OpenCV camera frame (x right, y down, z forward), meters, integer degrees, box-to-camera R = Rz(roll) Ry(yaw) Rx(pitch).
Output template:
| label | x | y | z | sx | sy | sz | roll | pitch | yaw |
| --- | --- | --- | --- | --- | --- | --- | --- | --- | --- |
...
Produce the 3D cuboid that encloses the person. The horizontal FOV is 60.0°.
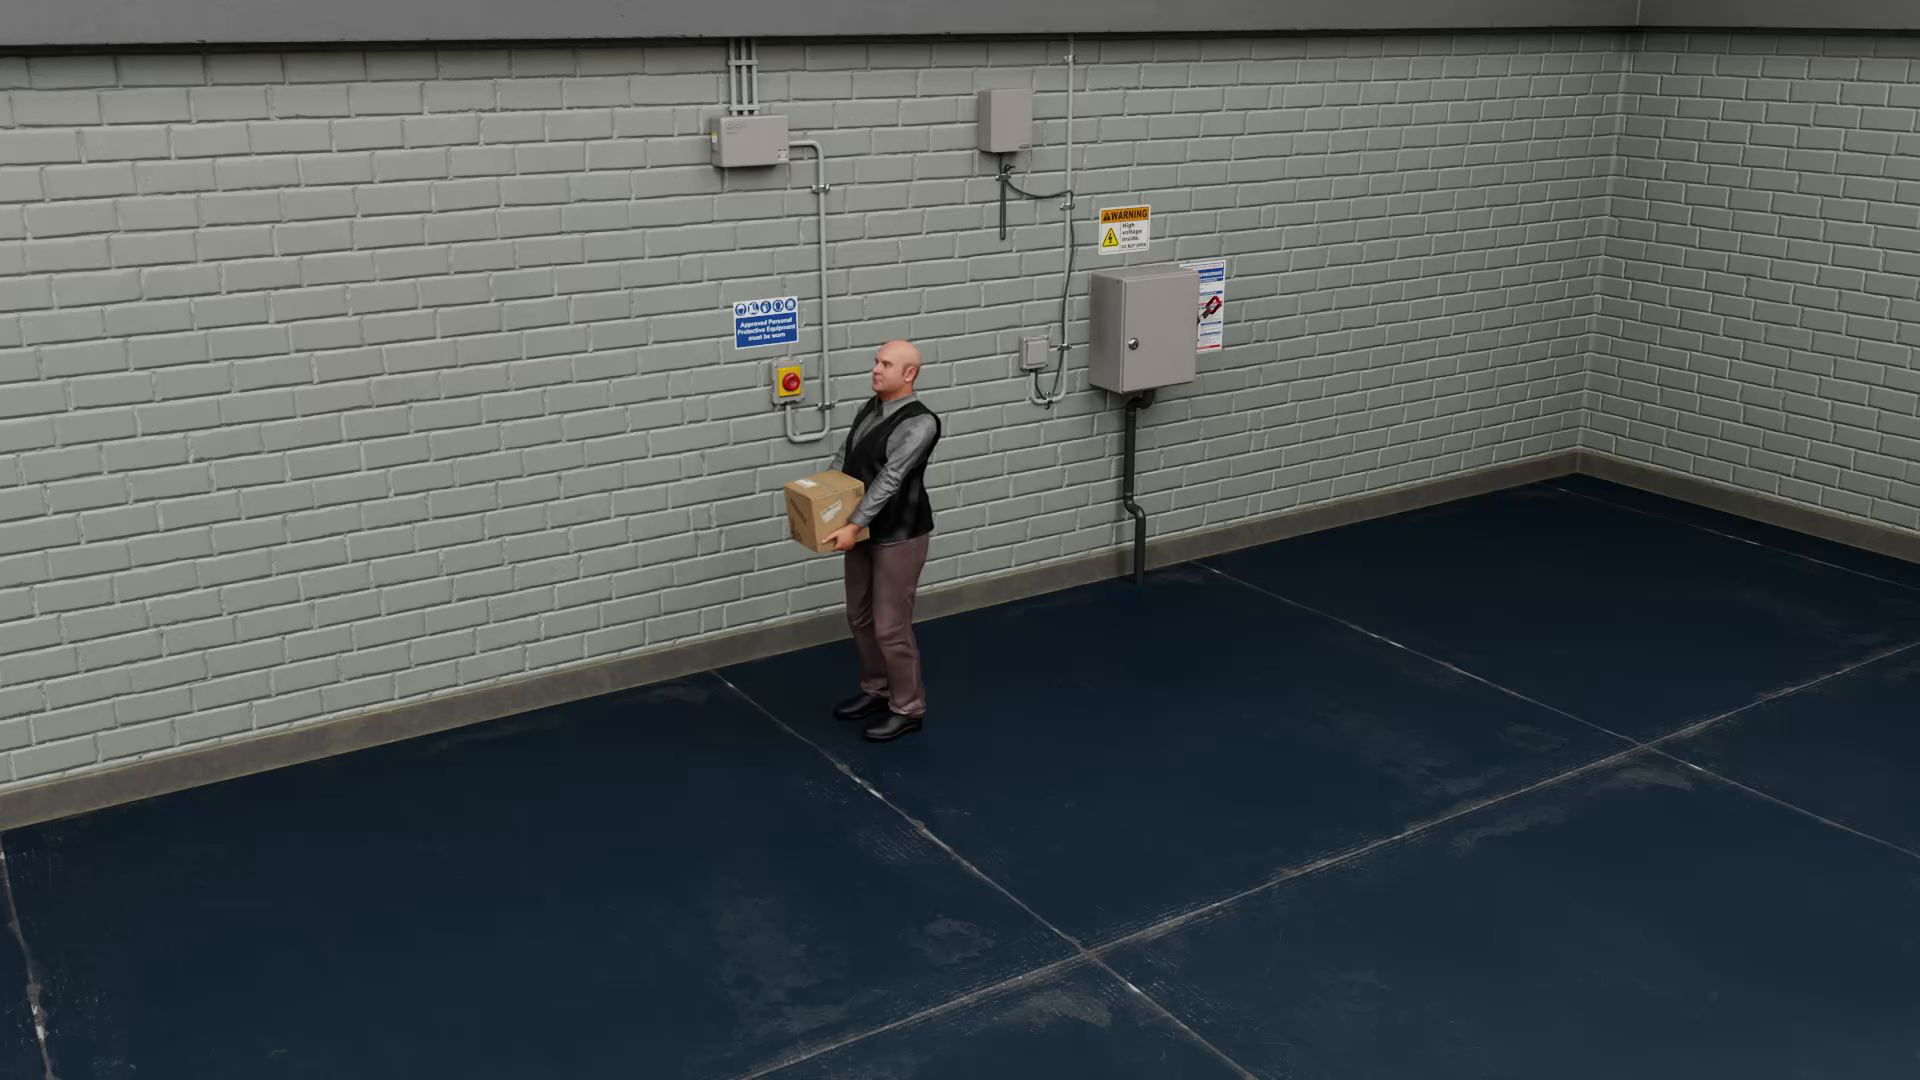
| label | x | y | z | sx | sy | sz | roll | pitch | yaw |
| --- | --- | --- | --- | --- | --- | --- | --- | --- | --- |
| person | -0.392 | 0.010 | 7.078 | 0.560 | 1.711 | 0.494 | -11 | 21 | -31 |
